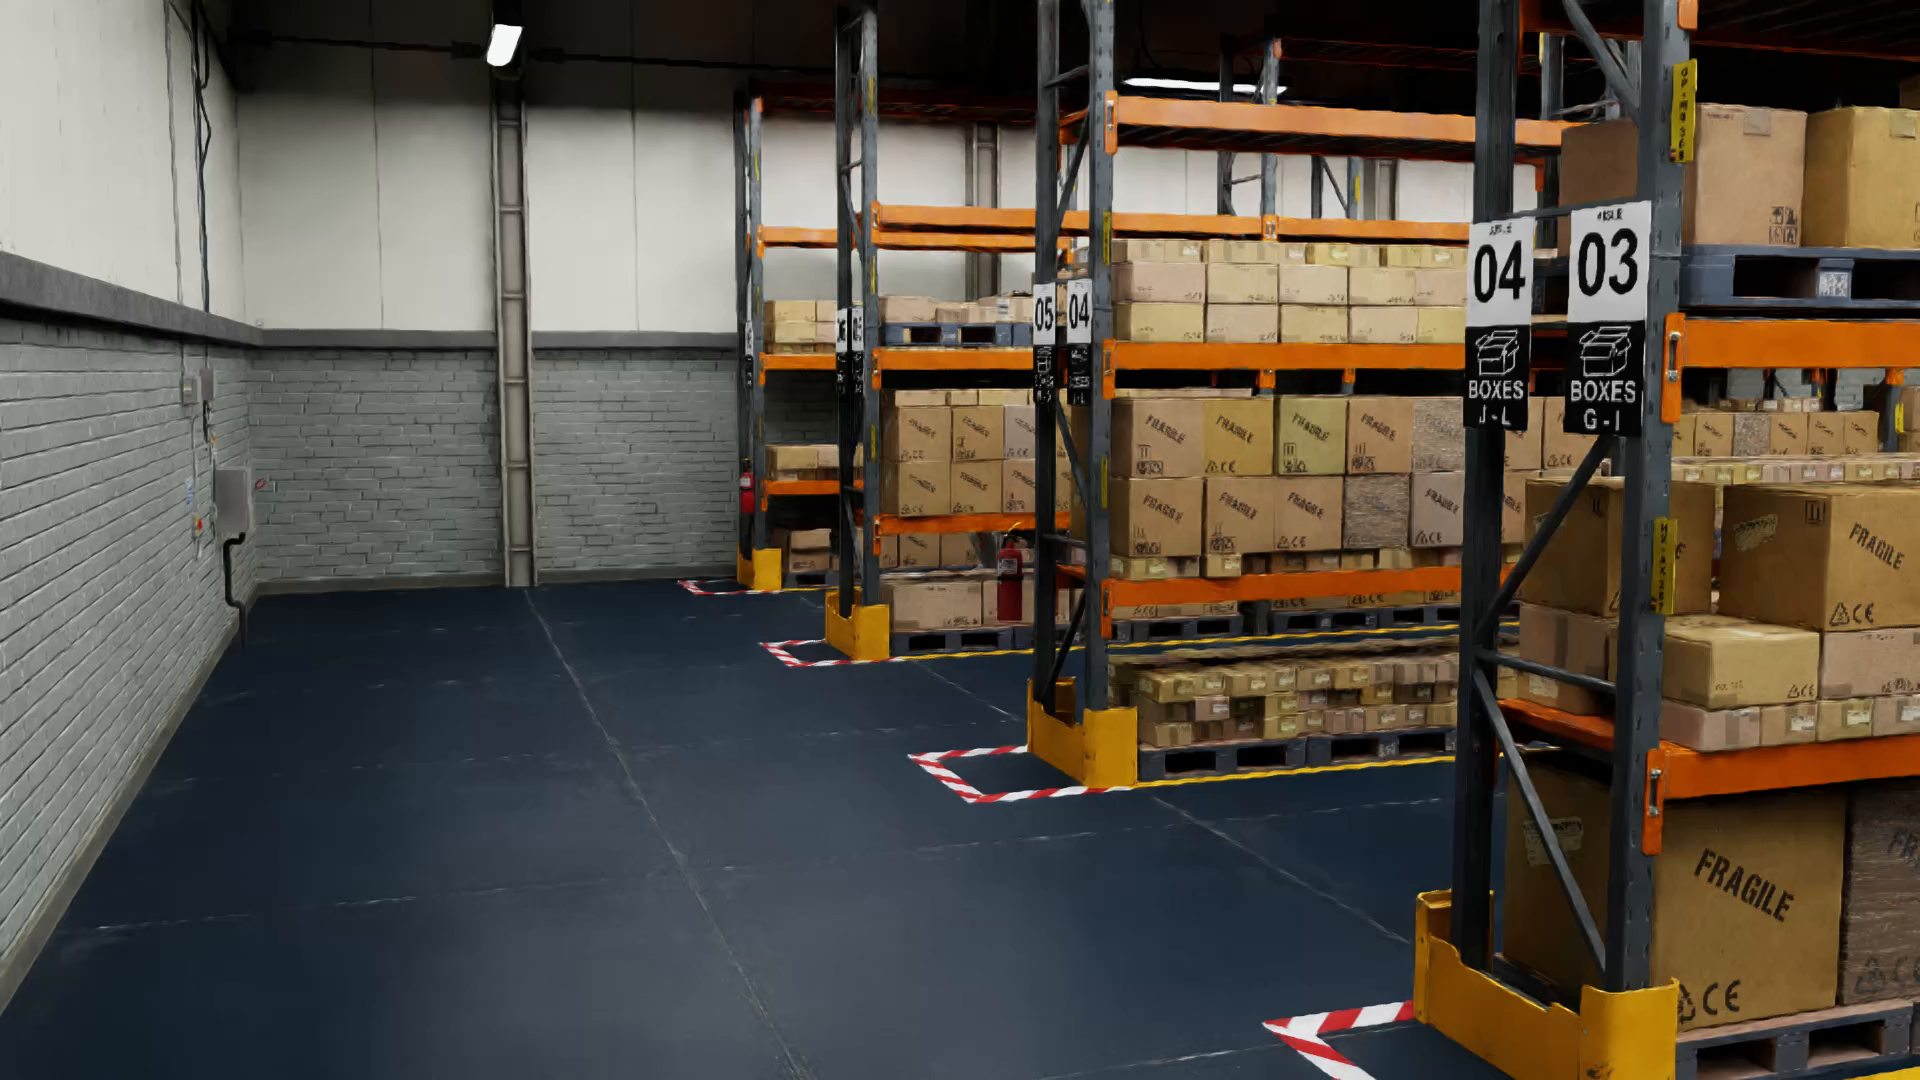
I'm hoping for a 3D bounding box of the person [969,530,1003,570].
[{"bbox_3d":[0.277,-0.060,18.187,0.672,1.669,0.517,1,6,12],"label":"person"}]
